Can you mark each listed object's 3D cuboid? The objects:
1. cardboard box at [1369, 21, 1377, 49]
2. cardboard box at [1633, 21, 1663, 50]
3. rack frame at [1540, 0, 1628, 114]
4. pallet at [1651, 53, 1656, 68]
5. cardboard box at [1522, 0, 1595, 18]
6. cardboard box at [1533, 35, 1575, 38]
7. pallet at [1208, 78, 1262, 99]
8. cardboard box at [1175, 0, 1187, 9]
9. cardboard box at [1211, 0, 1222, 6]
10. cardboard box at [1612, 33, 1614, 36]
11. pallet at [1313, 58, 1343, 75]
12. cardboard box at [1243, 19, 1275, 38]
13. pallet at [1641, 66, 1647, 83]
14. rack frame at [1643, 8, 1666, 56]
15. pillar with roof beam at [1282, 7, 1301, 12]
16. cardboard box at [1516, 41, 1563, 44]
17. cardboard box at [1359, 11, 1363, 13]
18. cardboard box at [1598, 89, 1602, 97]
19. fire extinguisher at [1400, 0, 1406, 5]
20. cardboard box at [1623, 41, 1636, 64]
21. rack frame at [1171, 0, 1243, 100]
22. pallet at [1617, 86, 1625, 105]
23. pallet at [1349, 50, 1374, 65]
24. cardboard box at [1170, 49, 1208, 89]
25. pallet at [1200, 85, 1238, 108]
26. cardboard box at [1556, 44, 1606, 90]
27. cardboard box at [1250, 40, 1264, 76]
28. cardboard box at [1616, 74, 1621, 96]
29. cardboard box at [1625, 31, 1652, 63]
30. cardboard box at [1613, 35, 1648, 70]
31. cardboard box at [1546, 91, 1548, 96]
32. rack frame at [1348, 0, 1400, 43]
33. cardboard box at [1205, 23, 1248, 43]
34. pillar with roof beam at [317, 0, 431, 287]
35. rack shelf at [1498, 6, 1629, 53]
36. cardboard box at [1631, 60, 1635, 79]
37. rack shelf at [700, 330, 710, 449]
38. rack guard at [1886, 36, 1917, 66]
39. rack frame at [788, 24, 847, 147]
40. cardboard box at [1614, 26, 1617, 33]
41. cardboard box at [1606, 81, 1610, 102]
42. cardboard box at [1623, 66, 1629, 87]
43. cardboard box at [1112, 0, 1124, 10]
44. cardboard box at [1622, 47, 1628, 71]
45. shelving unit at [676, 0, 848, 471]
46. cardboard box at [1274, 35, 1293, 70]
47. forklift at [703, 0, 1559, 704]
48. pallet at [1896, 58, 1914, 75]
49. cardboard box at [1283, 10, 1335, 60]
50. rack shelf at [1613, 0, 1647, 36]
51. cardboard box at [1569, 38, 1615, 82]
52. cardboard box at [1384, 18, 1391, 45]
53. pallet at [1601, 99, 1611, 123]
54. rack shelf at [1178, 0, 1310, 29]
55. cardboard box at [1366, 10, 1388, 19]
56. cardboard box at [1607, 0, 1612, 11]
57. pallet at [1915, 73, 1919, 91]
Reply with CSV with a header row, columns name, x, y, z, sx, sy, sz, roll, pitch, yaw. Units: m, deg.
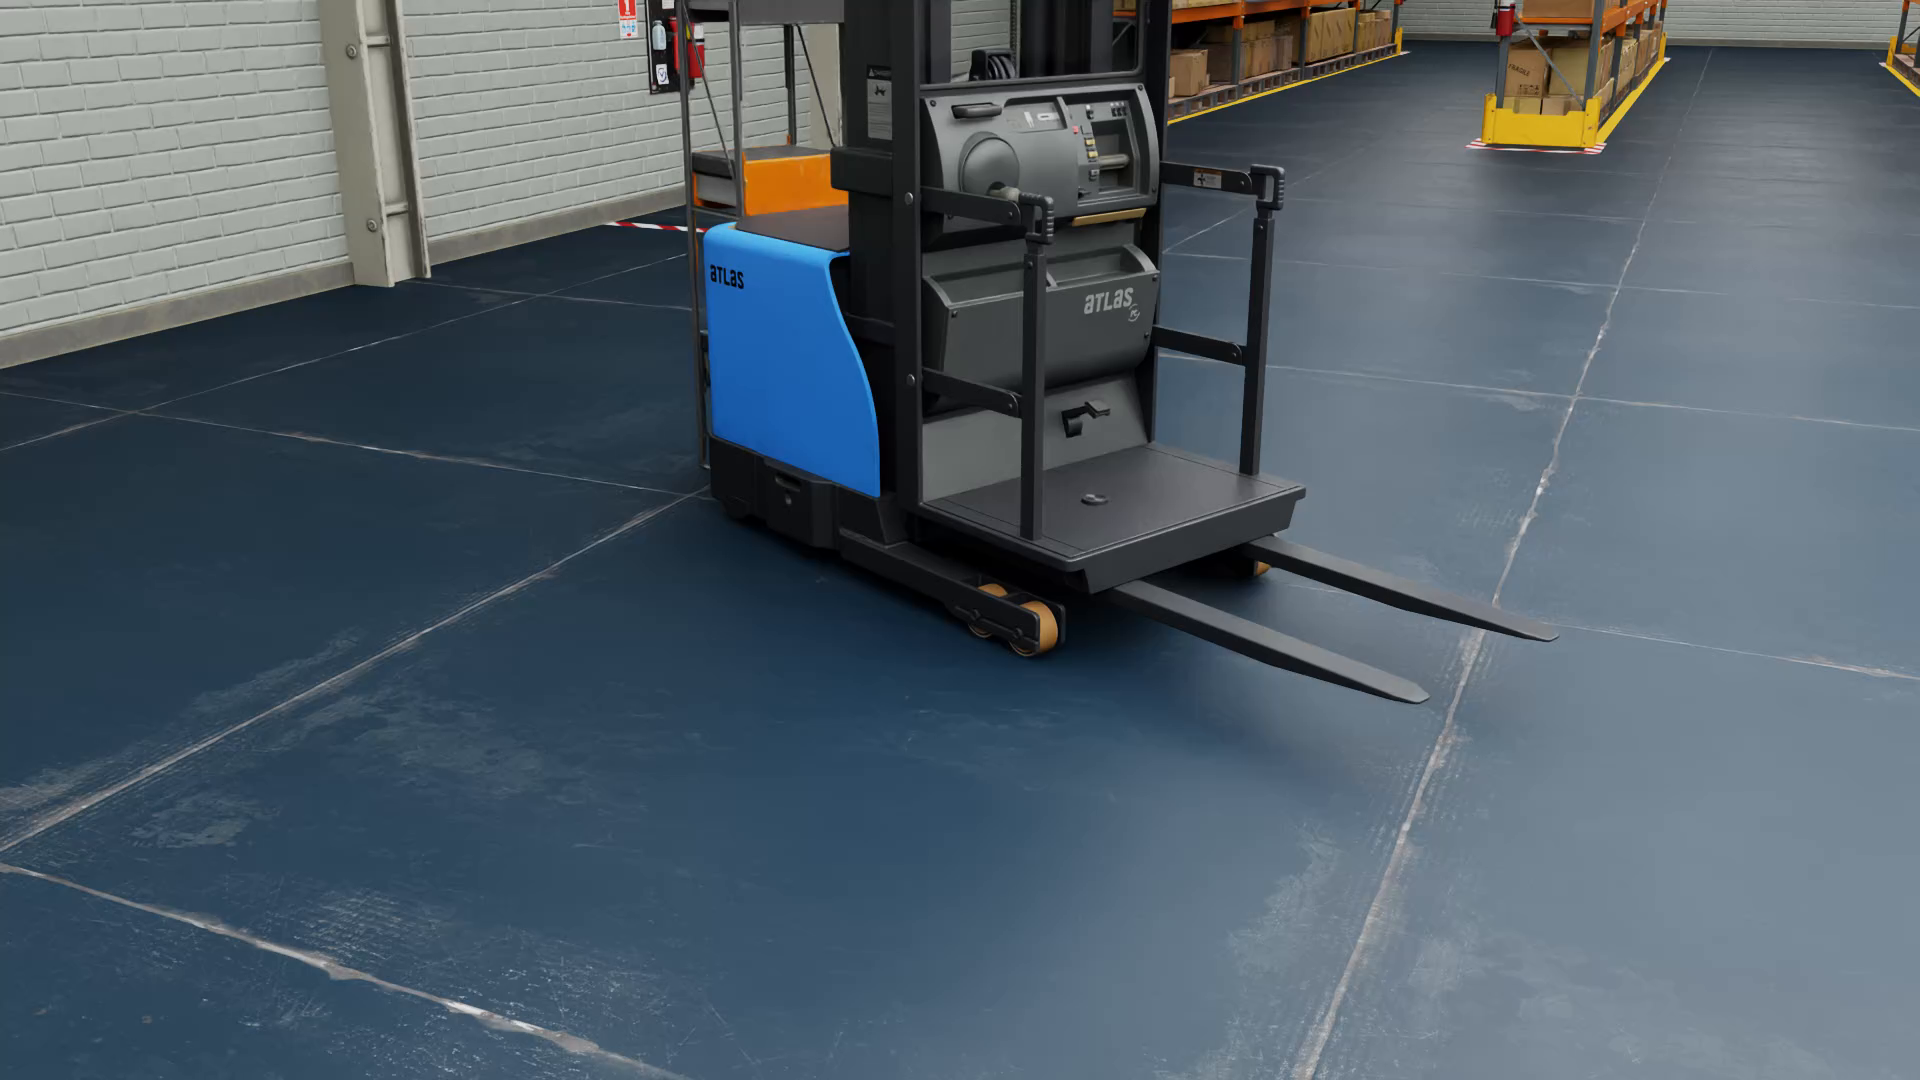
name,x,y,z,sx,sy,sz,roll,pitch,yaw
cardboard box,7.513,-9.626,31.664,0.700,0.500,0.500,9,22,24
cardboard box,12.853,-9.456,31.154,0.500,0.500,0.500,9,21,23
rack frame,7.937,-6.958,21.057,1.000,3.000,0.127,9,21,23
pallet,11.994,-8.673,30.043,1.003,0.211,1.213,9,21,23
cardboard box,6.502,-5.923,17.998,0.700,0.500,0.500,9,21,23
cardboard box,7.462,-6.115,21.044,0.500,0.500,0.500,9,21,23
pallet,3.734,-6.561,24.102,1.003,0.211,1.213,9,21,23
cardboard box,2.468,-6.619,20.297,0.500,0.250,0.500,8,21,21
cardboard box,3.096,-7.082,21.599,0.500,0.250,0.500,8,21,22
cardboard box,10.166,-7.848,26.633,0.500,0.500,0.500,8,21,21
pallet,5.947,-8.148,28.564,1.003,0.211,1.213,9,21,23
cardboard box,4.517,-7.849,25.518,0.500,0.250,0.500,9,21,24
pallet,10.417,-7.461,26.634,1.003,0.211,1.213,9,21,23
rack frame,12.851,-10.626,31.372,1.000,3.000,0.127,9,21,23
pillar with roof beam,10.118,-12.650,28.110,9.100,9.000,0.400,9,21,23
cardboard box,6.850,-5.656,19.753,0.500,0.500,0.500,9,21,23
cardboard box,7.591,-10.159,32.194,0.380,0.149,0.250,9,21,23
cardboard box,7.129,-5.077,19.245,0.500,0.250,0.500,9,21,23
fire extinguisher,8.813,-11.075,33.307,0.296,0.674,0.183,9,21,23
cardboard box,9.379,-6.993,23.797,0.500,0.311,0.500,8,21,22
rack frame,3.417,-7.636,22.965,1.000,3.000,0.127,9,21,23
pallet,8.702,-6.249,23.225,1.003,0.211,1.213,9,21,23
pallet,7.075,-8.990,30.932,1.003,0.211,1.213,9,21,23
cardboard box,3.028,-6.343,22.402,0.500,0.500,0.500,7,21,19
pallet,3.174,-6.112,22.841,1.003,0.211,1.213,9,21,23
cardboard box,7.118,-5.432,19.123,0.500,0.500,0.500,9,21,23
cardboard box,4.114,-7.208,24.835,0.700,0.500,0.500,9,21,23
cardboard box,8.329,-5.949,21.698,0.500,0.250,0.500,8,21,21
cardboard box,11.063,-8.093,27.322,0.500,0.500,0.500,9,21,23
cardboard box,10.442,-7.624,26.002,0.500,0.500,0.500,8,21,22
cardboard box,6.443,-4.996,19.018,0.500,0.250,0.500,9,21,23
rack frame,8.331,-11.305,33.280,1.000,3.000,0.127,9,21,23
cardboard box,3.880,-7.382,24.203,0.500,0.250,0.500,8,21,22
pillar with roof beam,0.290,-5.314,7.481,9.100,9.000,0.400,9,21,23
rack shelf,7.118,-6.007,19.458,1.077,0.370,4.000,9,21,23
cardboard box,9.582,-6.889,24.339,0.500,0.250,0.500,9,22,24
rack shelf,-0.744,-0.618,6.698,0.480,0.518,0.431,-15,25,-37
rack guard,17.367,-8.777,29.902,1.175,0.500,0.348,9,21,23
rack frame,-0.554,-1.342,6.608,0.015,2.100,0.400,-15,25,-37
cardboard box,10.383,-8.366,26.971,0.500,0.250,0.500,9,21,23
cardboard box,7.733,-5.537,20.538,0.500,0.250,0.500,9,21,23
cardboard box,8.958,-6.420,23.020,0.500,0.250,0.500,9,21,24
cardboard box,1.793,-6.522,20.025,0.500,0.250,0.500,9,21,23
cardboard box,8.755,-6.527,22.486,0.500,0.311,0.500,8,21,21
shelving unit,-0.741,-1.291,6.461,0.503,2.100,0.431,-15,25,-37
cardboard box,4.807,-7.661,26.109,0.700,0.500,0.500,9,21,23
forklift,0.410,-1.221,5.028,1.130,2.935,3.031,-16,25,-38
pallet,16.495,-8.013,28.186,1.003,0.211,1.213,9,21,23
cardboard box,5.840,-8.518,28.025,0.750,0.750,0.750,8,21,22
rack shelf,8.756,-7.230,22.896,1.077,0.370,4.000,9,21,23
cardboard box,7.732,-5.890,20.413,0.500,0.500,0.500,9,21,23
cardboard box,8.135,-10.097,32.988,0.700,0.500,0.500,9,21,23
pallet,7.574,-5.407,20.856,1.003,0.211,1.213,9,21,23
rack shelf,4.236,-7.909,24.804,1.077,0.370,4.000,9,21,23
cardboard box,8.145,-10.260,32.478,0.380,0.149,0.250,9,22,24
cardboard box,7.551,-6.706,20.200,0.700,0.500,0.500,8,21,22
pallet,14.879,-6.804,24.787,1.003,0.211,1.213,9,21,23
